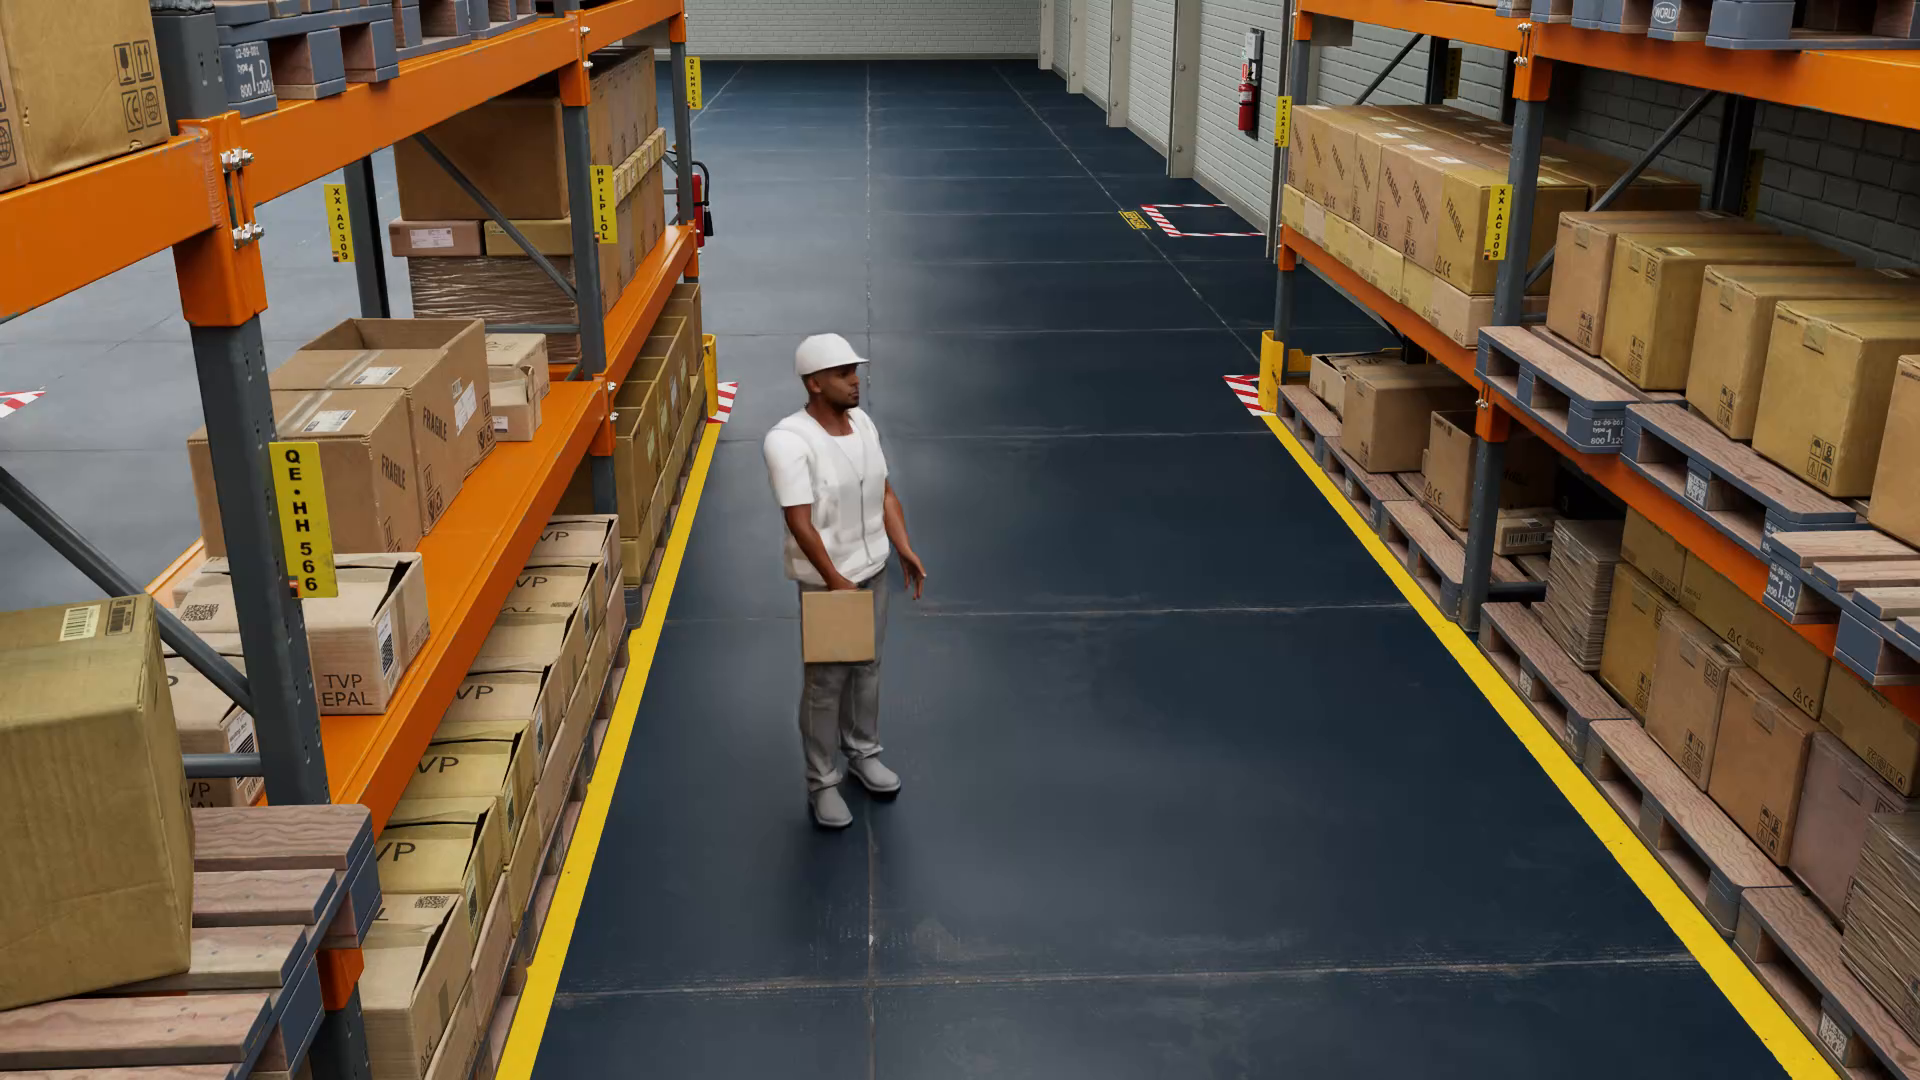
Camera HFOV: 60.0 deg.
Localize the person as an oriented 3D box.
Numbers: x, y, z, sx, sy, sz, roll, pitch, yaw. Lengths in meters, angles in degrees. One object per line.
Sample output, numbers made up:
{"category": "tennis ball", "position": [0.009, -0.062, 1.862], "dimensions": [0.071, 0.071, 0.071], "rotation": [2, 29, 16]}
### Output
{"category": "person", "position": [-0.423, 0.134, 6.153], "dimensions": [0.498, 1.769, 0.603], "rotation": [14, 25, 34]}
